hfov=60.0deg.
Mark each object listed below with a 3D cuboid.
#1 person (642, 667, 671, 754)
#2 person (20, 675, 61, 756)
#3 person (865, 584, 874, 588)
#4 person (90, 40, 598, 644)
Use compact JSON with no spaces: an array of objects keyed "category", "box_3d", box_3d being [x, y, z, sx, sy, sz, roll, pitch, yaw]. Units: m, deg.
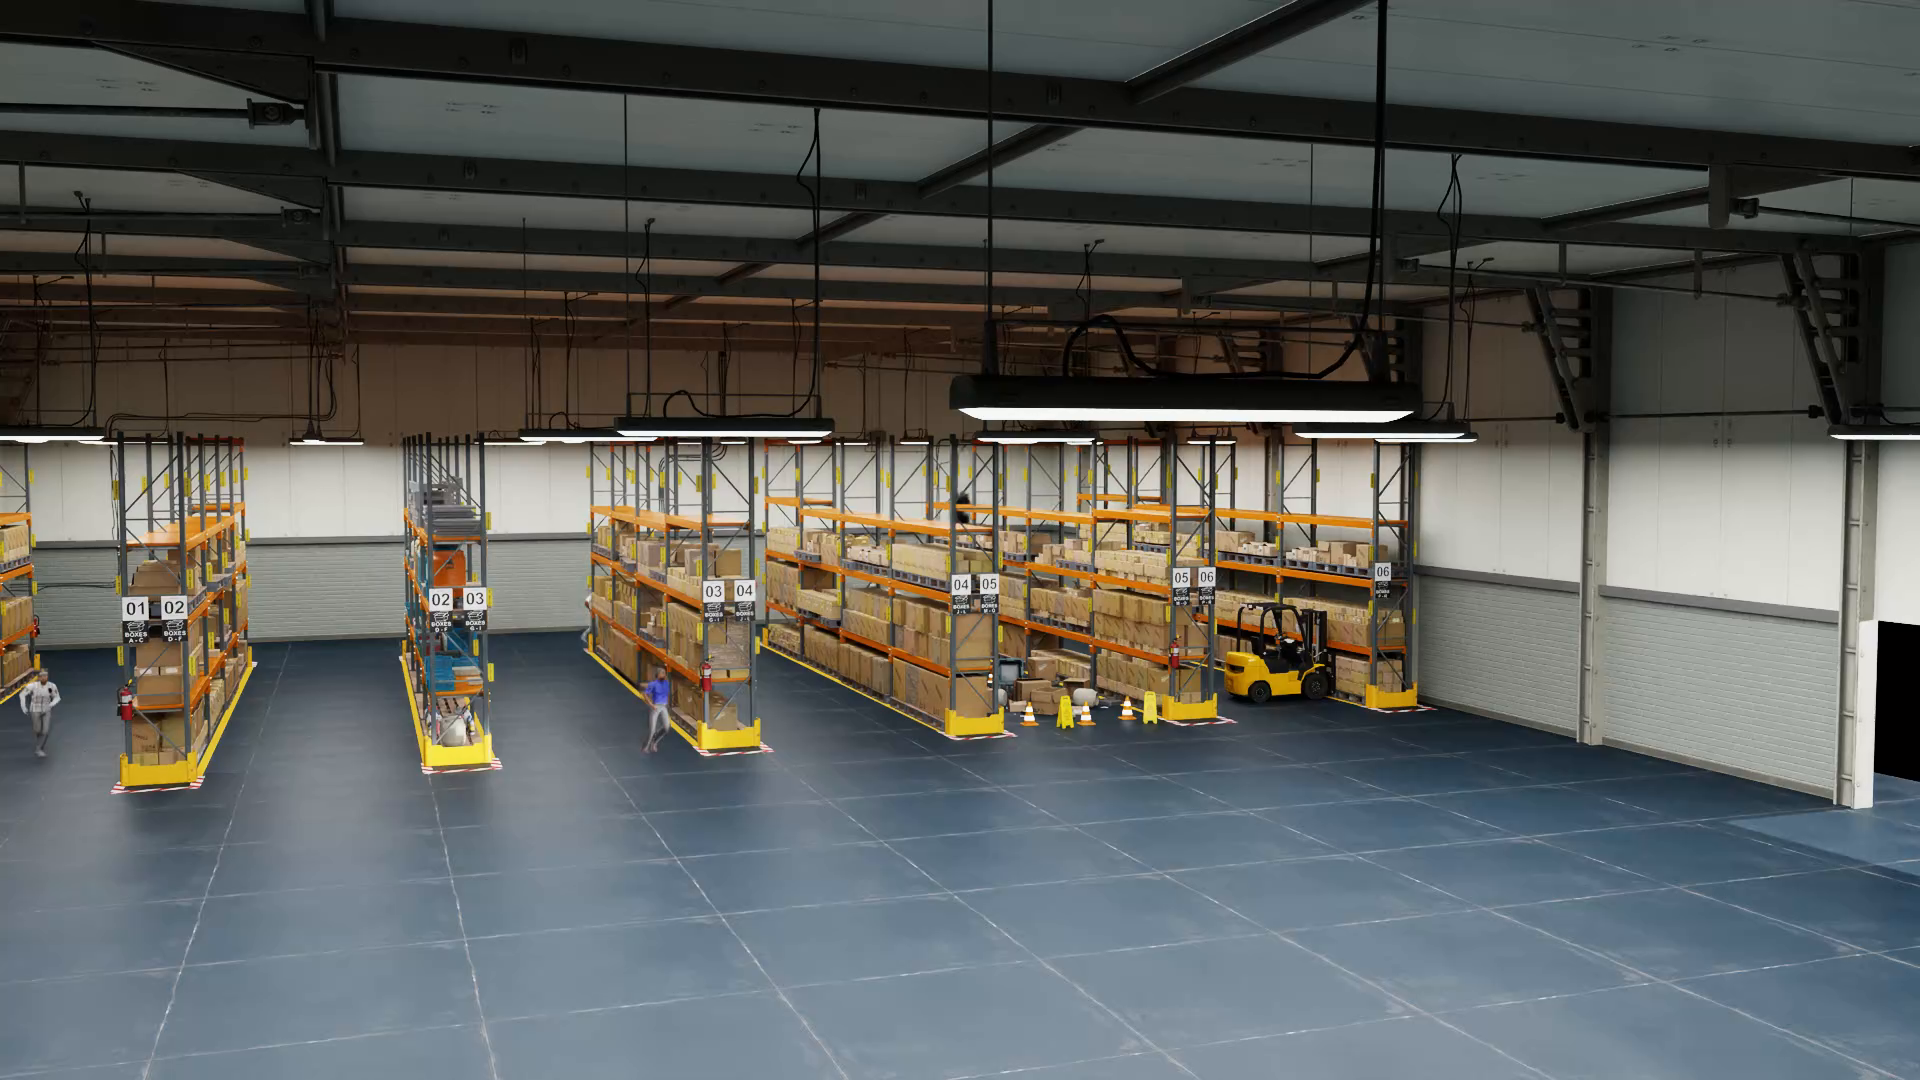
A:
[{"category":"person","box_3d":[-5.634,3.198,31.208,0.637,1.599,0.558,-3,4,-40]},{"category":"person","box_3d":[-17.115,3.225,30.968,0.653,1.606,0.640,-2,4,-34]},{"category":"person","box_3d":[-2.711,2.128,50.426,0.576,1.602,0.605,-1,3,-23]},{"category":"person","box_3d":[-10.166,-0.391,29.044,8.519,8.991,38.038,0,3,-4]}]
